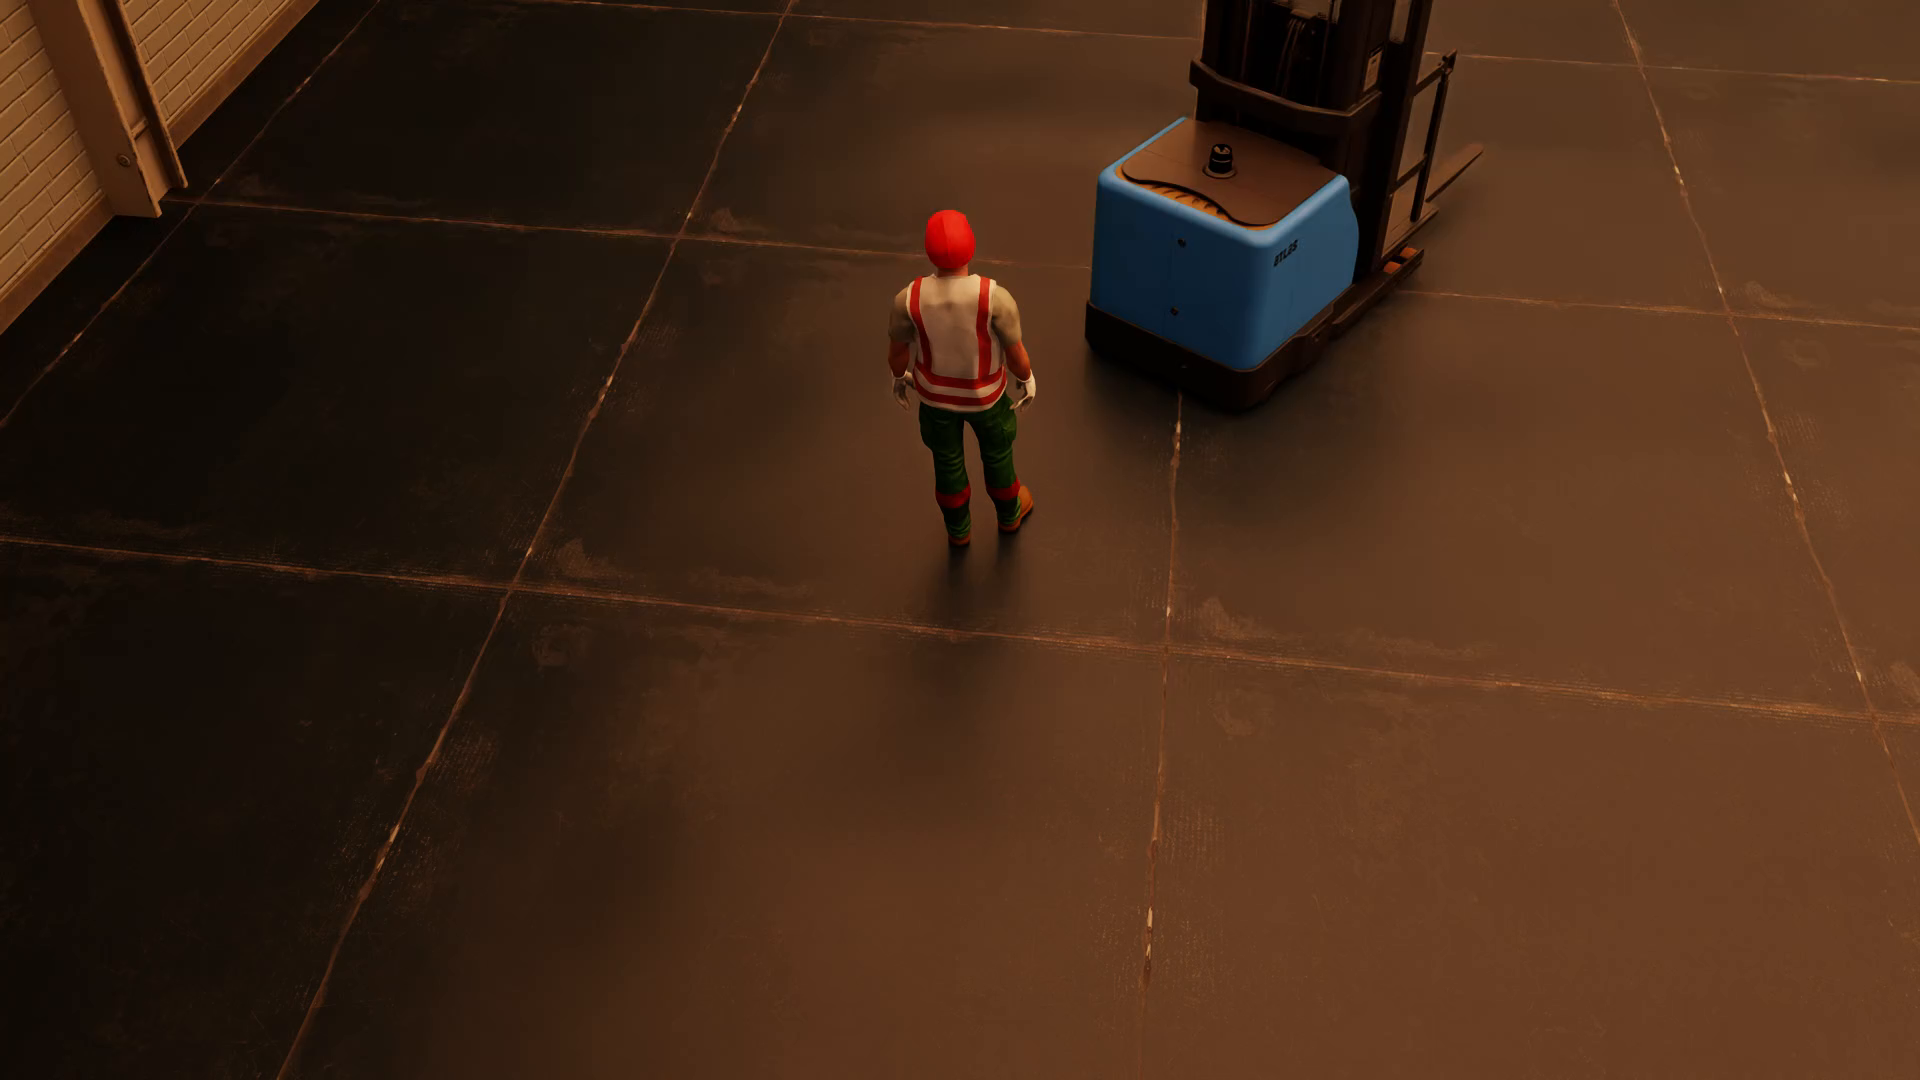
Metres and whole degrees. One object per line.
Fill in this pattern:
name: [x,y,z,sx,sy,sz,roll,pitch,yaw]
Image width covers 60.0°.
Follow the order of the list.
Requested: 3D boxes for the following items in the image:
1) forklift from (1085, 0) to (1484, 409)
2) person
forklift: [1.997,-2.682,8.644,1.130,2.935,3.031,29,50,28]
person: [0.021,-0.716,7.341,0.638,1.784,0.562,5,43,6]
